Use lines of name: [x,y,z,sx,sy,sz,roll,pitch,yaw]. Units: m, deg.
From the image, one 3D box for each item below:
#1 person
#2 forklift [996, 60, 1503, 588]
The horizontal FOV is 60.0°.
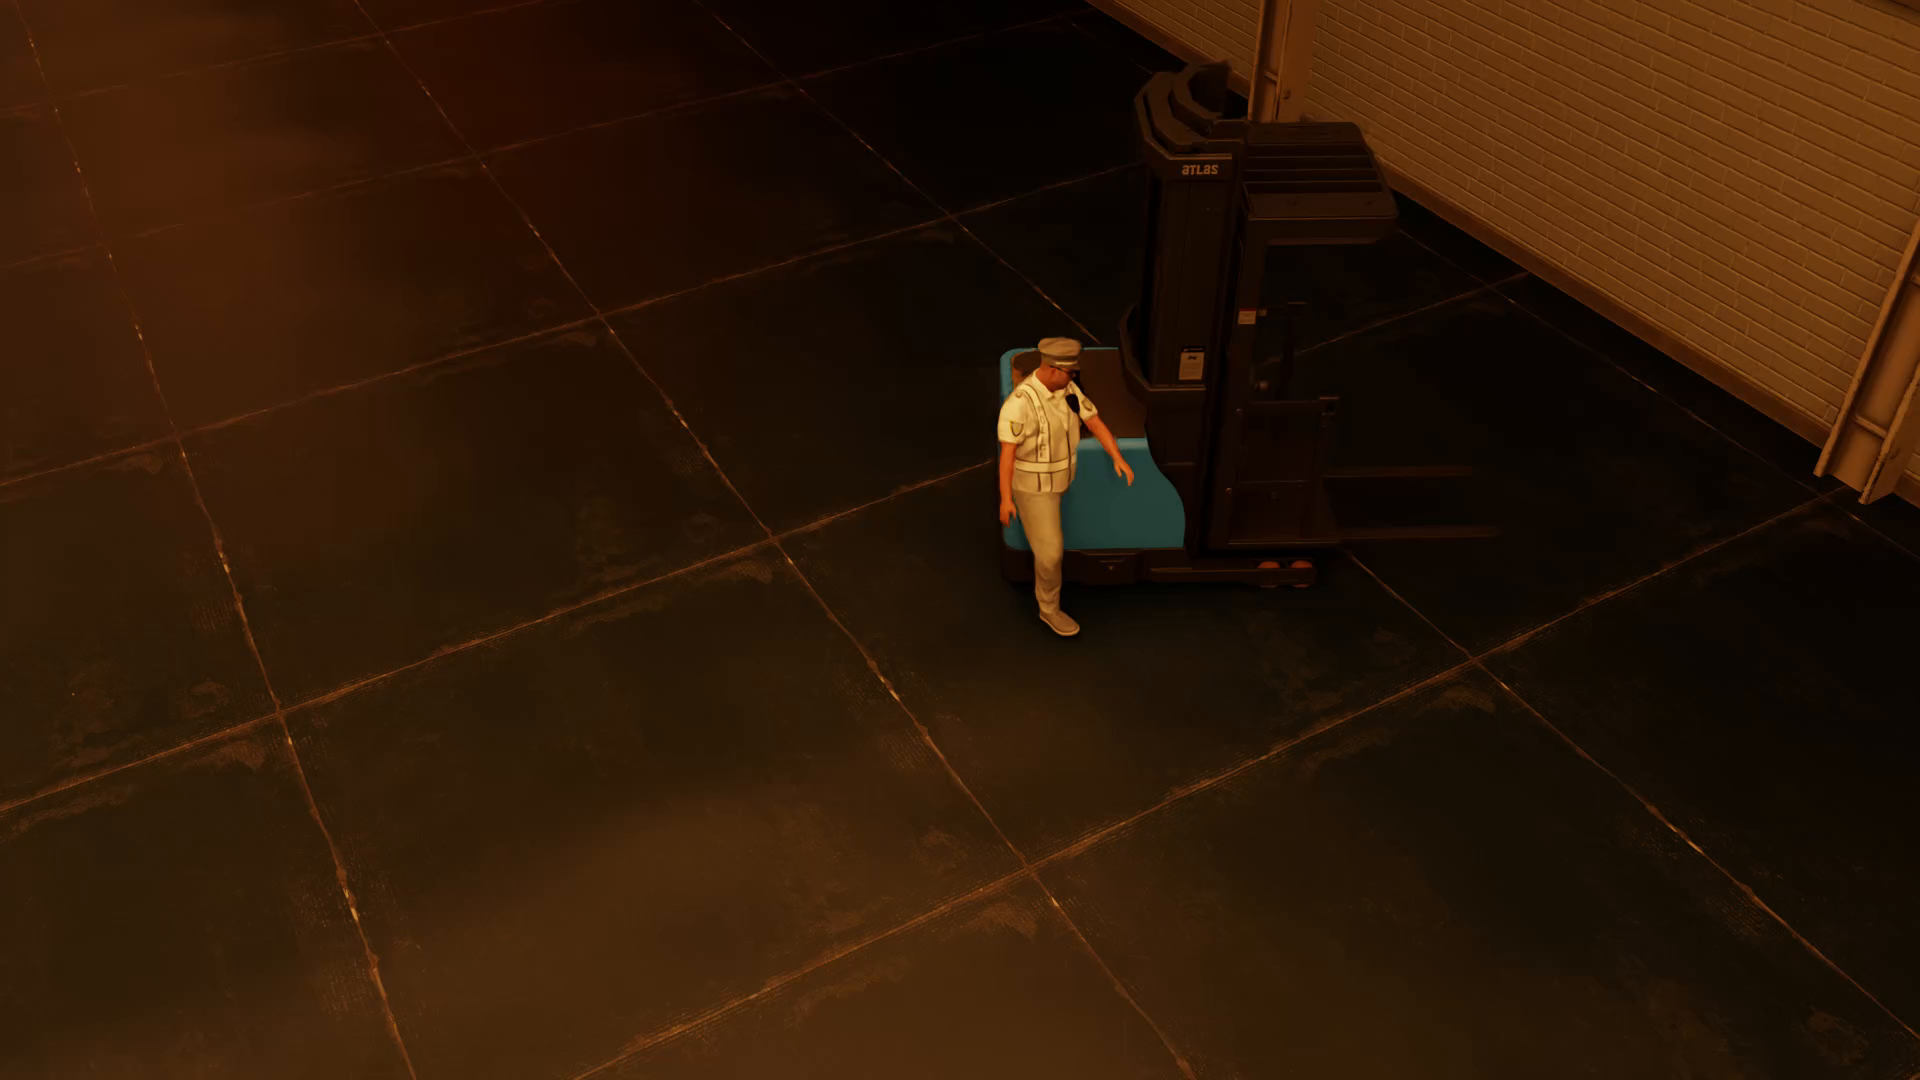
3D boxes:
person: [0.538,-0.315,9.424,0.888,1.651,0.806,25,46,27]
forklift: [1.753,-1.178,9.457,3.031,2.935,1.130,-1,40,-1]
